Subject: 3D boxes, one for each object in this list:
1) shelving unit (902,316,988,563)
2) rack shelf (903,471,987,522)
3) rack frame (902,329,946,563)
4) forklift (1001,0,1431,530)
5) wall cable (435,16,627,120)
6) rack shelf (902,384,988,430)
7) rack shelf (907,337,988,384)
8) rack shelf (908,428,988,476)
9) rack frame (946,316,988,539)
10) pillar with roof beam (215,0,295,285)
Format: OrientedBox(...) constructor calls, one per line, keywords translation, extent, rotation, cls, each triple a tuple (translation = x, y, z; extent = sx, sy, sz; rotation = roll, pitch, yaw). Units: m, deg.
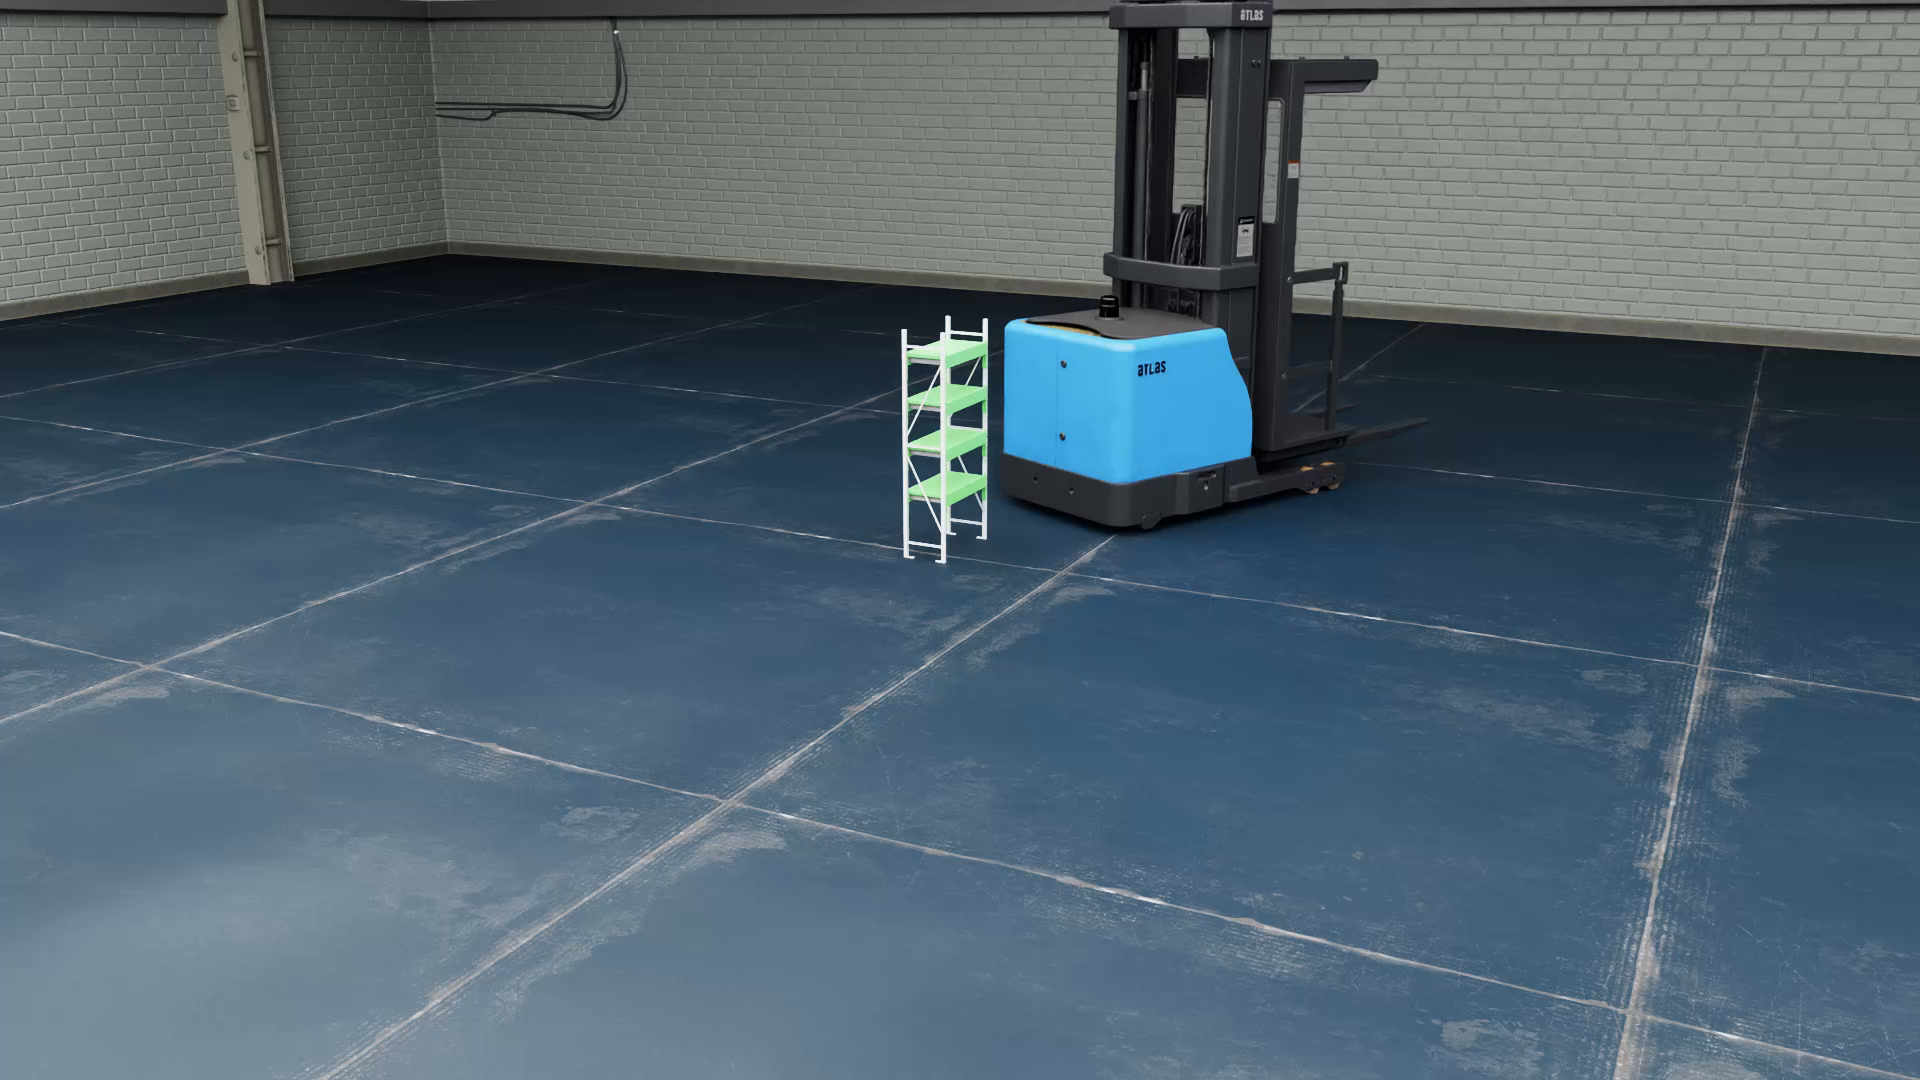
OrientedBox(translation=(-0.074, -0.533, 8.712), extent=(0.258, 1.200, 0.503), rotation=(8, 18, 25), cls="shelving unit")
OrientedBox(translation=(-0.074, -0.242, 8.798), extent=(0.258, 0.148, 0.480), rotation=(8, 18, 25), cls="rack shelf")
OrientedBox(translation=(-0.183, -0.471, 8.502), extent=(0.240, 1.200, 0.015), rotation=(8, 18, 25), cls="rack frame")
OrientedBox(translation=(1.703, -1.781, 9.874), extent=(3.031, 2.935, 1.130), rotation=(-13, 21, -37), cls="forklift")
OrientedBox(translation=(-5.322, -6.338, 20.011), extent=(3.097, 2.526, 0.112), rotation=(8, 18, 25), cls="wall cable")
OrientedBox(translation=(-0.074, -0.702, 8.661), extent=(0.258, 0.148, 0.480), rotation=(8, 18, 25), cls="rack shelf")
OrientedBox(translation=(-0.074, -0.932, 8.593), extent=(0.258, 0.148, 0.480), rotation=(8, 18, 25), cls="rack shelf")
OrientedBox(translation=(-0.074, -0.472, 8.730), extent=(0.258, 0.148, 0.480), rotation=(8, 18, 25), cls="rack shelf")
OrientedBox(translation=(0.035, -0.595, 8.921), extent=(0.240, 1.200, 0.015), rotation=(8, 18, 25), cls="rack frame")
OrientedBox(translation=(-3.970, -6.696, 15.765), extent=(9.100, 9.000, 0.400), rotation=(8, 18, 25), cls="pillar with roof beam")
